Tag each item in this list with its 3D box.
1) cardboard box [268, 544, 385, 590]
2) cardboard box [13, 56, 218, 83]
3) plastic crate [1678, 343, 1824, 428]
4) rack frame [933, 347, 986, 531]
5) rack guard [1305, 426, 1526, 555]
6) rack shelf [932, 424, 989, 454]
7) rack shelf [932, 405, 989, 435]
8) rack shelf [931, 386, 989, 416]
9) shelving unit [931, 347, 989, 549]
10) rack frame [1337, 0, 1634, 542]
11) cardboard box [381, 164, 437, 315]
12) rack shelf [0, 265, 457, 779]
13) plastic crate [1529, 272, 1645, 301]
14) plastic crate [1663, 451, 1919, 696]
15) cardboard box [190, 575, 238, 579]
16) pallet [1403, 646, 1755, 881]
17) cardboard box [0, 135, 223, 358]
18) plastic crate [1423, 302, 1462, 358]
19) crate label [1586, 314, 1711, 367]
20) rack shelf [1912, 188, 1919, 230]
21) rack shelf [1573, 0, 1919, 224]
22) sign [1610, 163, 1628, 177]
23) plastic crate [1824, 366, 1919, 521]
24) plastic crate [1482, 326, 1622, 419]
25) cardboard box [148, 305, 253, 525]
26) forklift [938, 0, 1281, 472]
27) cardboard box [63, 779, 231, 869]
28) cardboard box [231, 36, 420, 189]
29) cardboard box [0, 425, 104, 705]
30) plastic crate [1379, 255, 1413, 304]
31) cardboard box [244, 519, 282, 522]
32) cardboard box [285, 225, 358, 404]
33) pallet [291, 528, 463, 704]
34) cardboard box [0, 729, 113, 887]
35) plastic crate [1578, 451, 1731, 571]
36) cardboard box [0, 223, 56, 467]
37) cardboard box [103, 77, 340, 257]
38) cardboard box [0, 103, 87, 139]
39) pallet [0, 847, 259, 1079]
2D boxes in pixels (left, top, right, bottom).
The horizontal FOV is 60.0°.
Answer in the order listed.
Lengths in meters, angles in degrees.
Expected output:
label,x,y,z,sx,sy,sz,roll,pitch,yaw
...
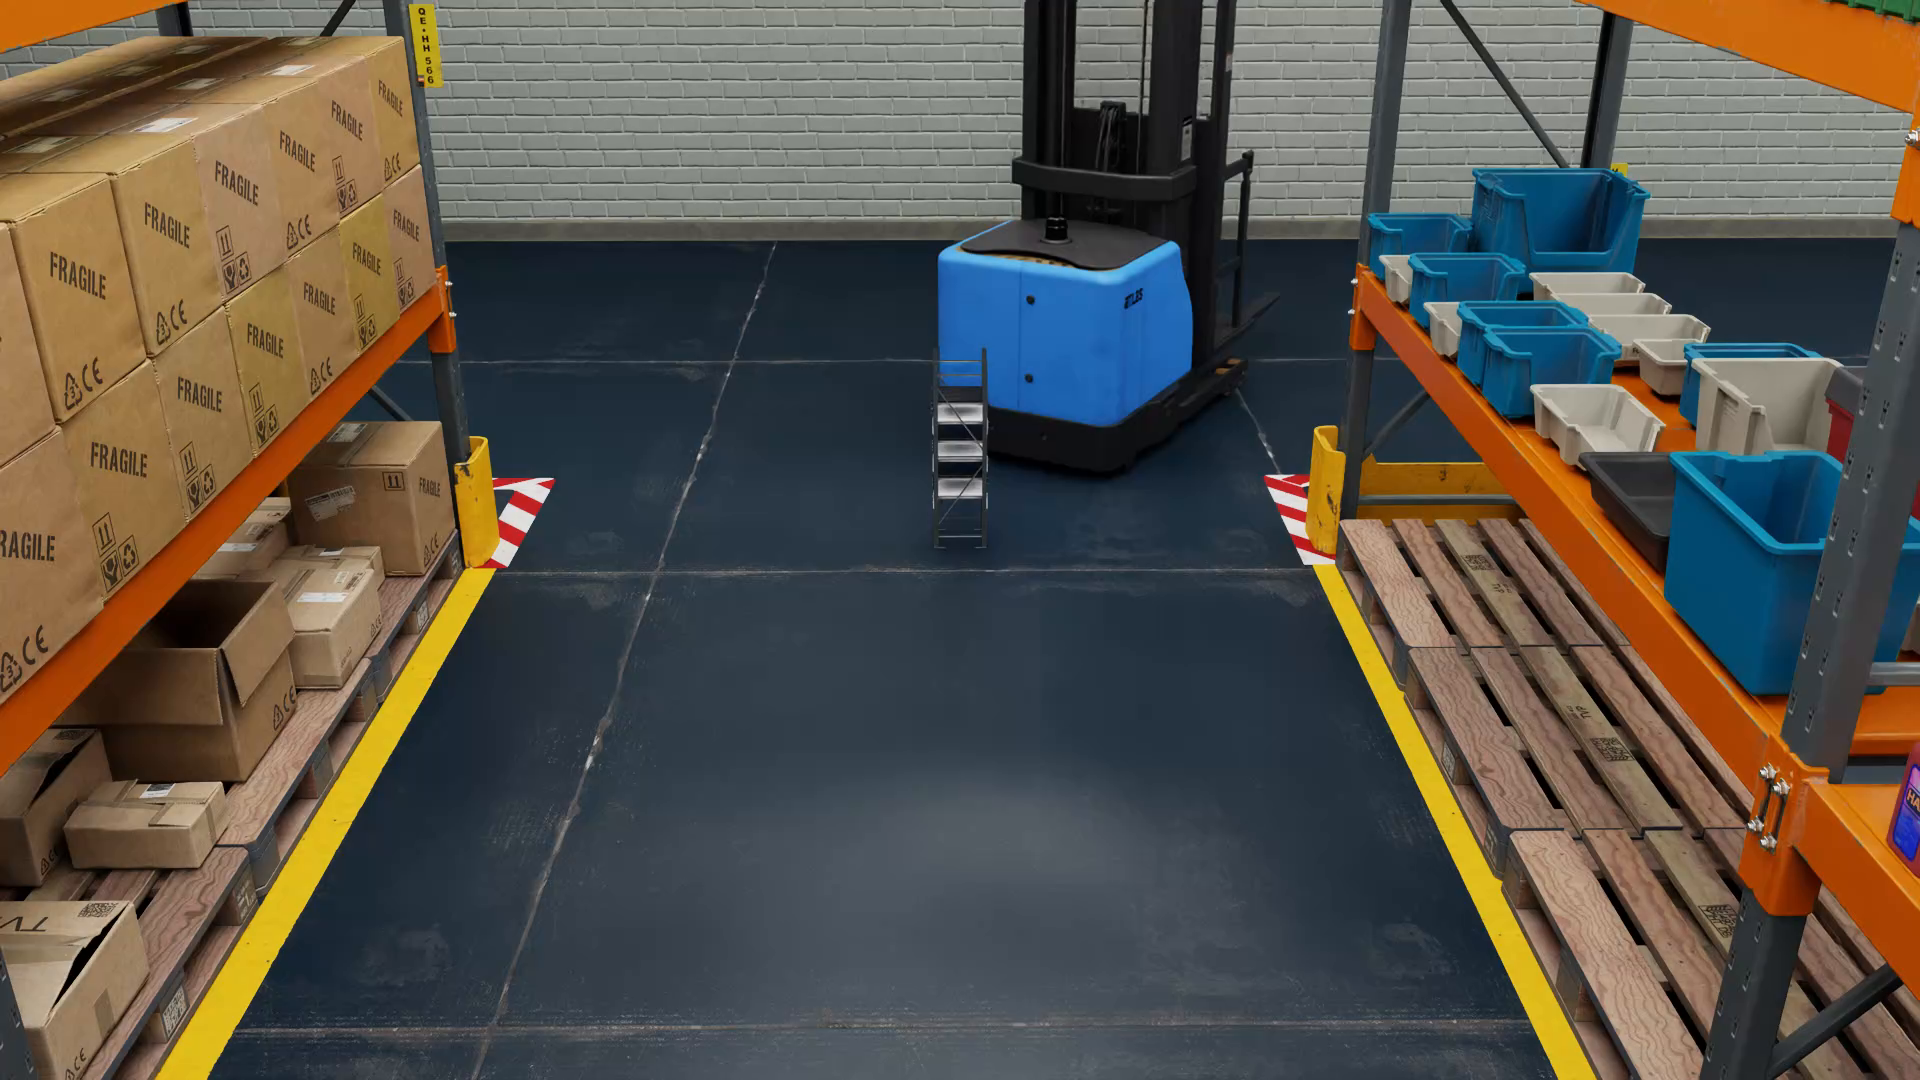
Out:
label,x,y,z,sx,sy,sz,roll,pitch,yaw
cardboard box,-2.557,0.139,6.707,0.380,0.166,0.250,0,24,-1
cardboard box,-2.969,-1.443,5.966,0.500,0.500,0.500,0,24,0
plastic crate,2.508,-0.468,5.276,0.416,0.233,0.300,0,24,-1
rack frame,-0.001,-0.455,7.665,0.240,0.900,0.006,0,24,-1
rack guard,2.216,-0.233,7.659,1.175,0.500,0.348,0,24,-1
rack shelf,0.000,-0.465,7.549,0.258,0.077,0.200,0,24,-1
rack shelf,0.000,-0.547,7.512,0.258,0.077,0.200,0,24,-1
rack shelf,0.000,-0.629,7.474,0.258,0.077,0.200,0,24,-1
shelving unit,0.000,-0.413,7.572,0.258,0.900,0.210,0,24,-1
rack frame,2.229,-1.362,7.122,1.000,3.000,0.127,0,24,-1
cardboard box,-2.447,-1.204,6.650,0.500,0.500,0.500,0,24,1
rack shelf,-2.702,-0.190,5.402,1.077,0.370,4.000,0,24,-1
plastic crate,2.419,-0.934,6.423,0.396,0.136,0.243,0,24,-1
plastic crate,1.927,0.075,3.890,0.392,0.384,0.575,0,24,-1
cardboard box,-2.991,0.348,6.143,0.500,0.250,0.500,0,24,-1
pallet,2.210,0.750,5.836,1.003,0.211,1.213,0,24,-1
cardboard box,-2.415,-0.814,4.576,0.500,0.500,0.500,-1,24,-2
plastic crate,1.831,-0.754,6.025,0.250,0.136,0.298,0,24,-1
crate label,2.436,-0.700,5.905,0.396,0.136,0.243,0,24,-1
rack shelf,2.295,0.071,1.186,1.077,0.370,4.000,0,24,-1
rack shelf,2.251,-1.577,4.830,1.077,0.370,4.000,0,24,-1
sign,2.779,-1.446,7.109,0.100,0.325,0.005,0,24,-1
plastic crate,2.514,-0.140,4.268,0.402,0.464,0.583,0,24,-1
plastic crate,1.921,-0.544,5.443,0.416,0.233,0.300,0,24,-1
cardboard box,-2.425,-0.367,4.801,0.500,0.500,0.500,0,24,-1
forklift,1.033,-2.245,9.156,1.130,2.935,3.031,13,27,26
cardboard box,-2.488,0.867,5.098,0.380,0.166,0.250,0,24,-1
cardboard box,-2.444,-1.660,6.447,0.500,0.500,0.500,0,24,-1
cardboard box,-2.413,0.050,3.878,0.500,0.500,0.500,0,24,1
plastic crate,1.824,-1.034,6.643,0.250,0.136,0.298,0,24,-1
cardboard box,-3.060,0.026,6.957,0.380,0.166,0.250,0,24,-1
cardboard box,-2.438,-0.784,5.723,0.500,0.500,0.500,0,24,0
pallet,-2.713,0.289,6.855,1.003,0.211,1.213,0,24,-1
cardboard box,-2.978,0.789,5.095,0.500,0.311,0.500,0,24,-1
plastic crate,1.992,-0.076,4.539,0.437,0.125,0.590,0,24,-1
cardboard box,-2.404,-0.390,3.637,0.500,0.500,0.500,0,24,1
cardboard box,-2.427,-1.239,5.514,0.500,0.500,0.500,0,24,1
cardboard box,-2.962,-1.028,5.048,0.500,0.500,0.500,0,24,-1
pallet,-2.687,1.294,4.632,1.003,0.211,1.213,0,24,-1
